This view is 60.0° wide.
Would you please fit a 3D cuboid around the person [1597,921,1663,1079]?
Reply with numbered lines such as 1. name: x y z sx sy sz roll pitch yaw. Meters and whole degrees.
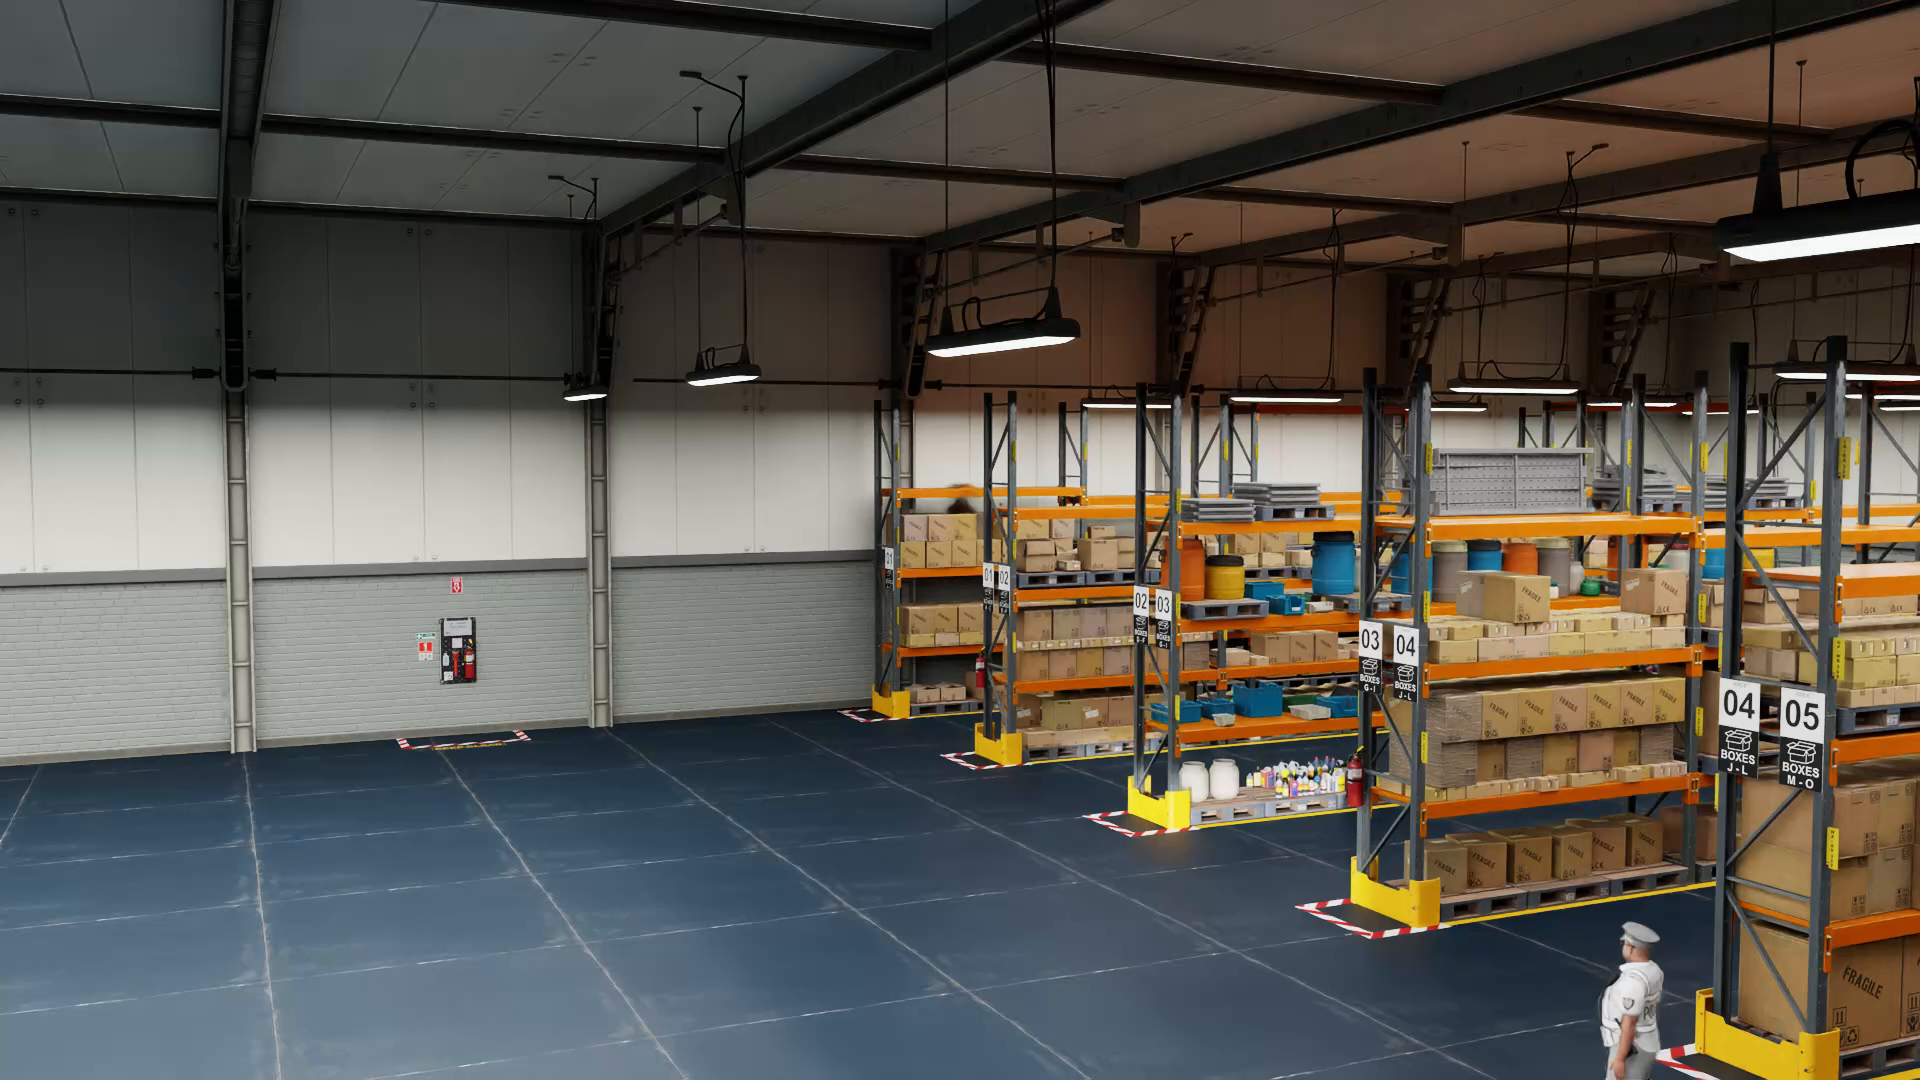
1. person: 4.682 3.592 11.828 0.583 1.760 0.542 1 4 21
